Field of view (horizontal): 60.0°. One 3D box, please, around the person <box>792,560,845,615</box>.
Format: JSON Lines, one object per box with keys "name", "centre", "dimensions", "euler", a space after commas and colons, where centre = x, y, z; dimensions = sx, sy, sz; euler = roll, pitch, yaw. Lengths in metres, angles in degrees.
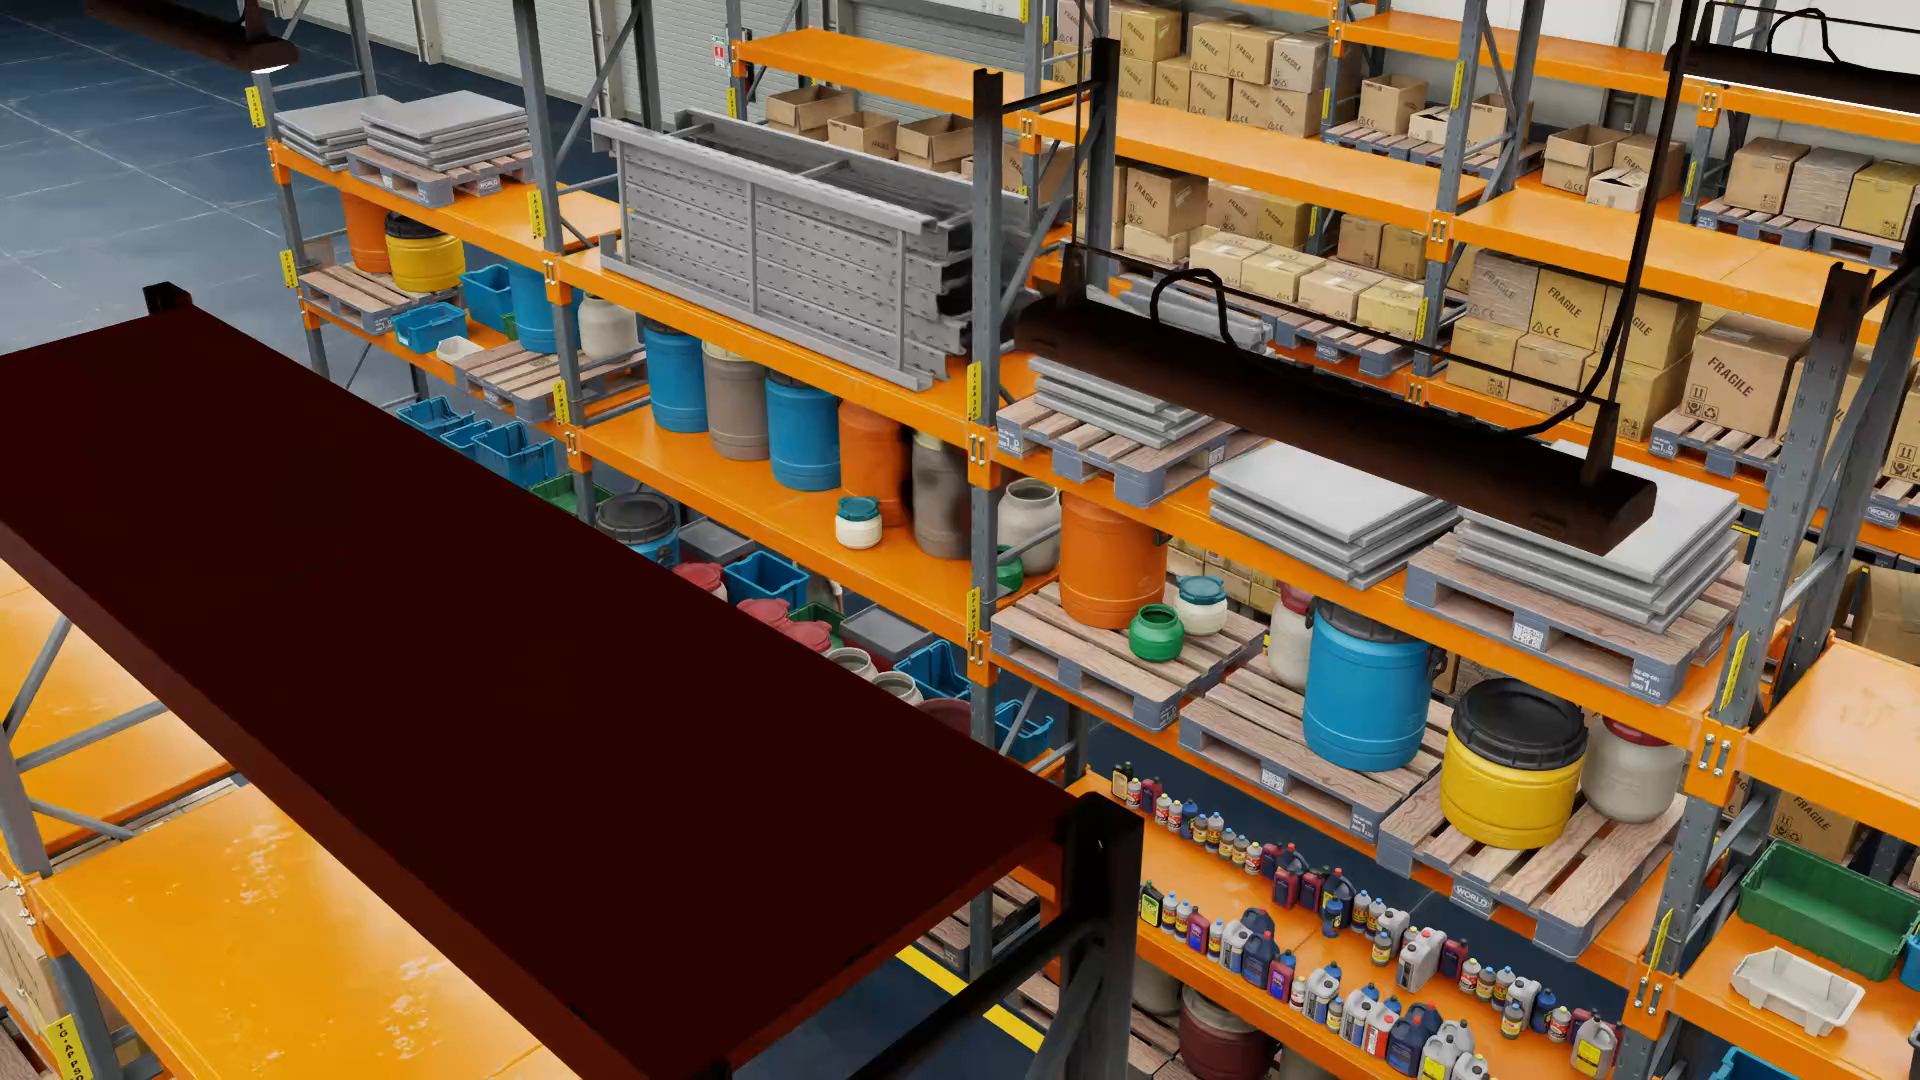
{"name": "person", "centre": [-1.126, 0.563, 13.626], "dimensions": [0.603, 1.585, 0.538], "euler": [6, 30, 10]}
